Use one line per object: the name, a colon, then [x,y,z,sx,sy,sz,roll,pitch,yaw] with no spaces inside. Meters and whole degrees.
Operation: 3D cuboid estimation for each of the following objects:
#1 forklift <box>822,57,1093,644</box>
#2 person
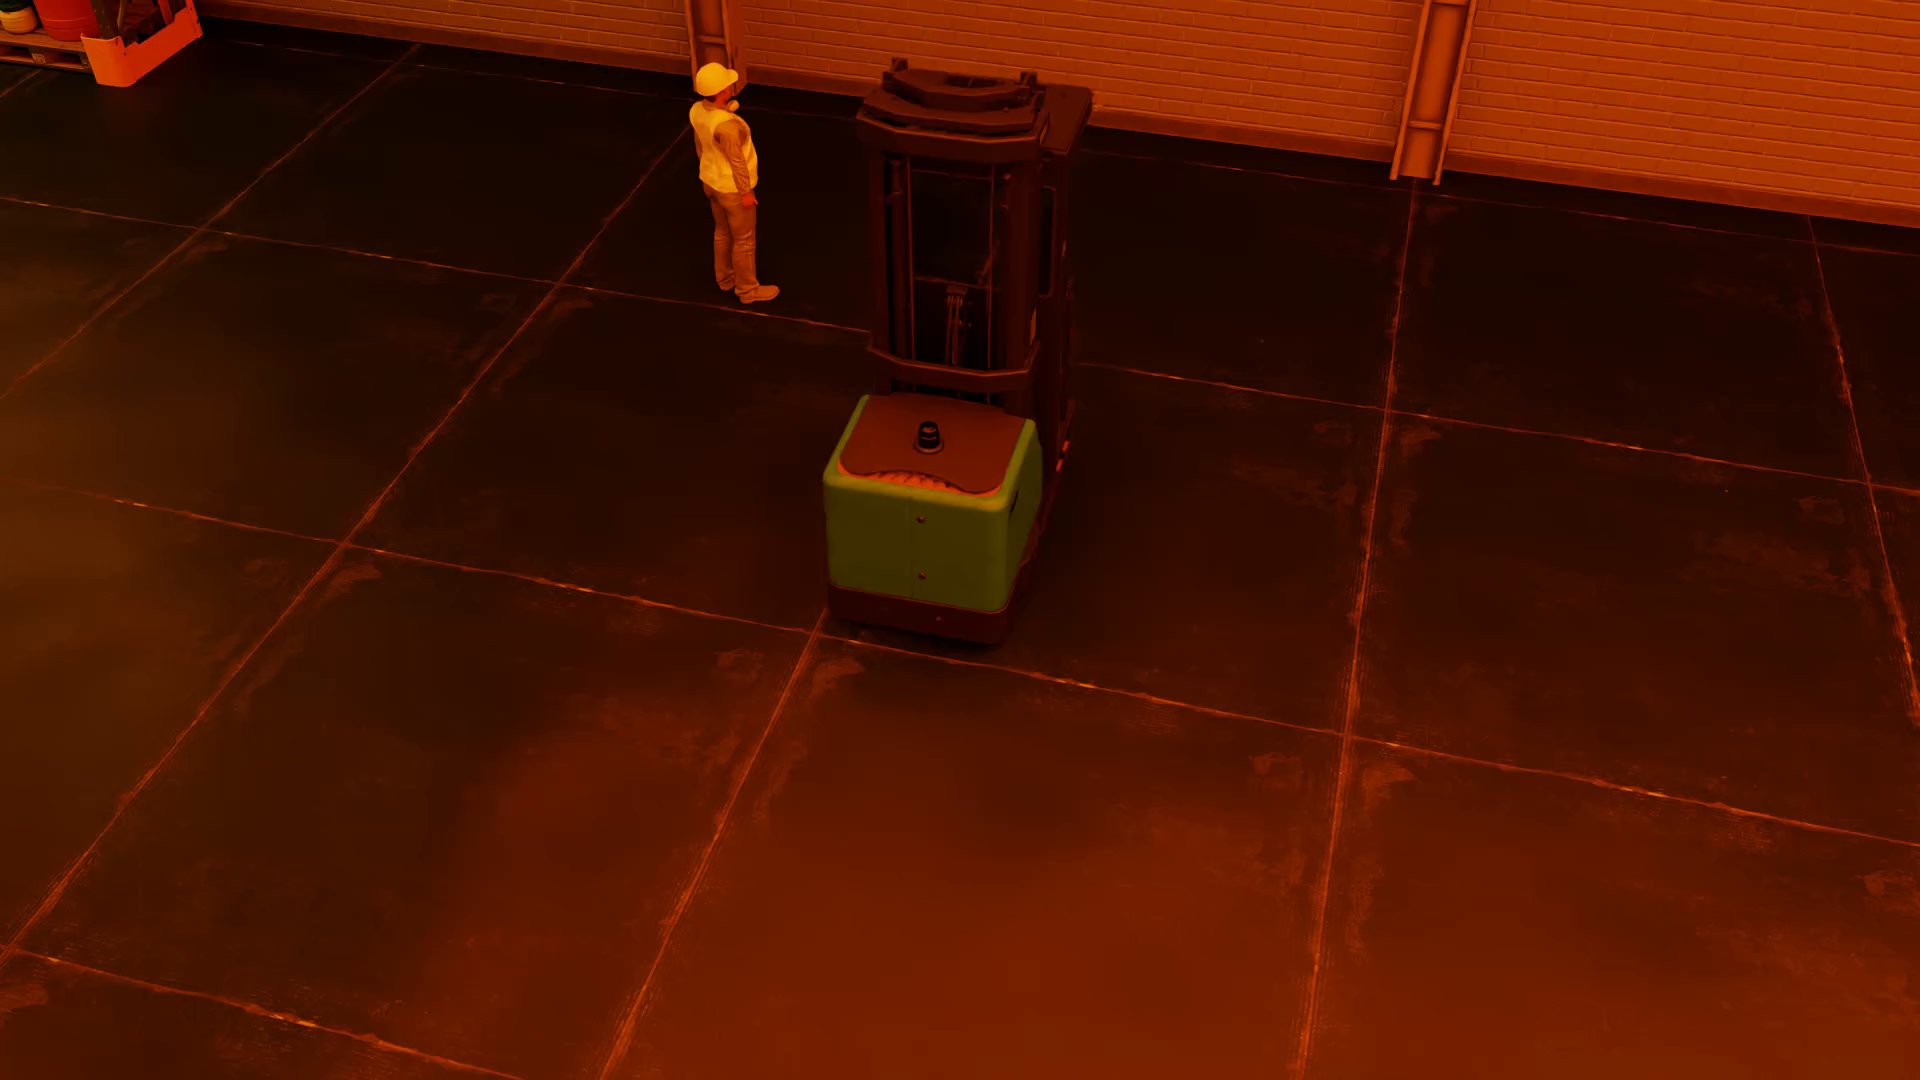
forklift: [0.100,-1.501,9.574,1.130,2.935,3.031,9,42,10]
person: [-1.596,-2.497,11.591,0.375,1.775,0.524,-28,49,-29]
